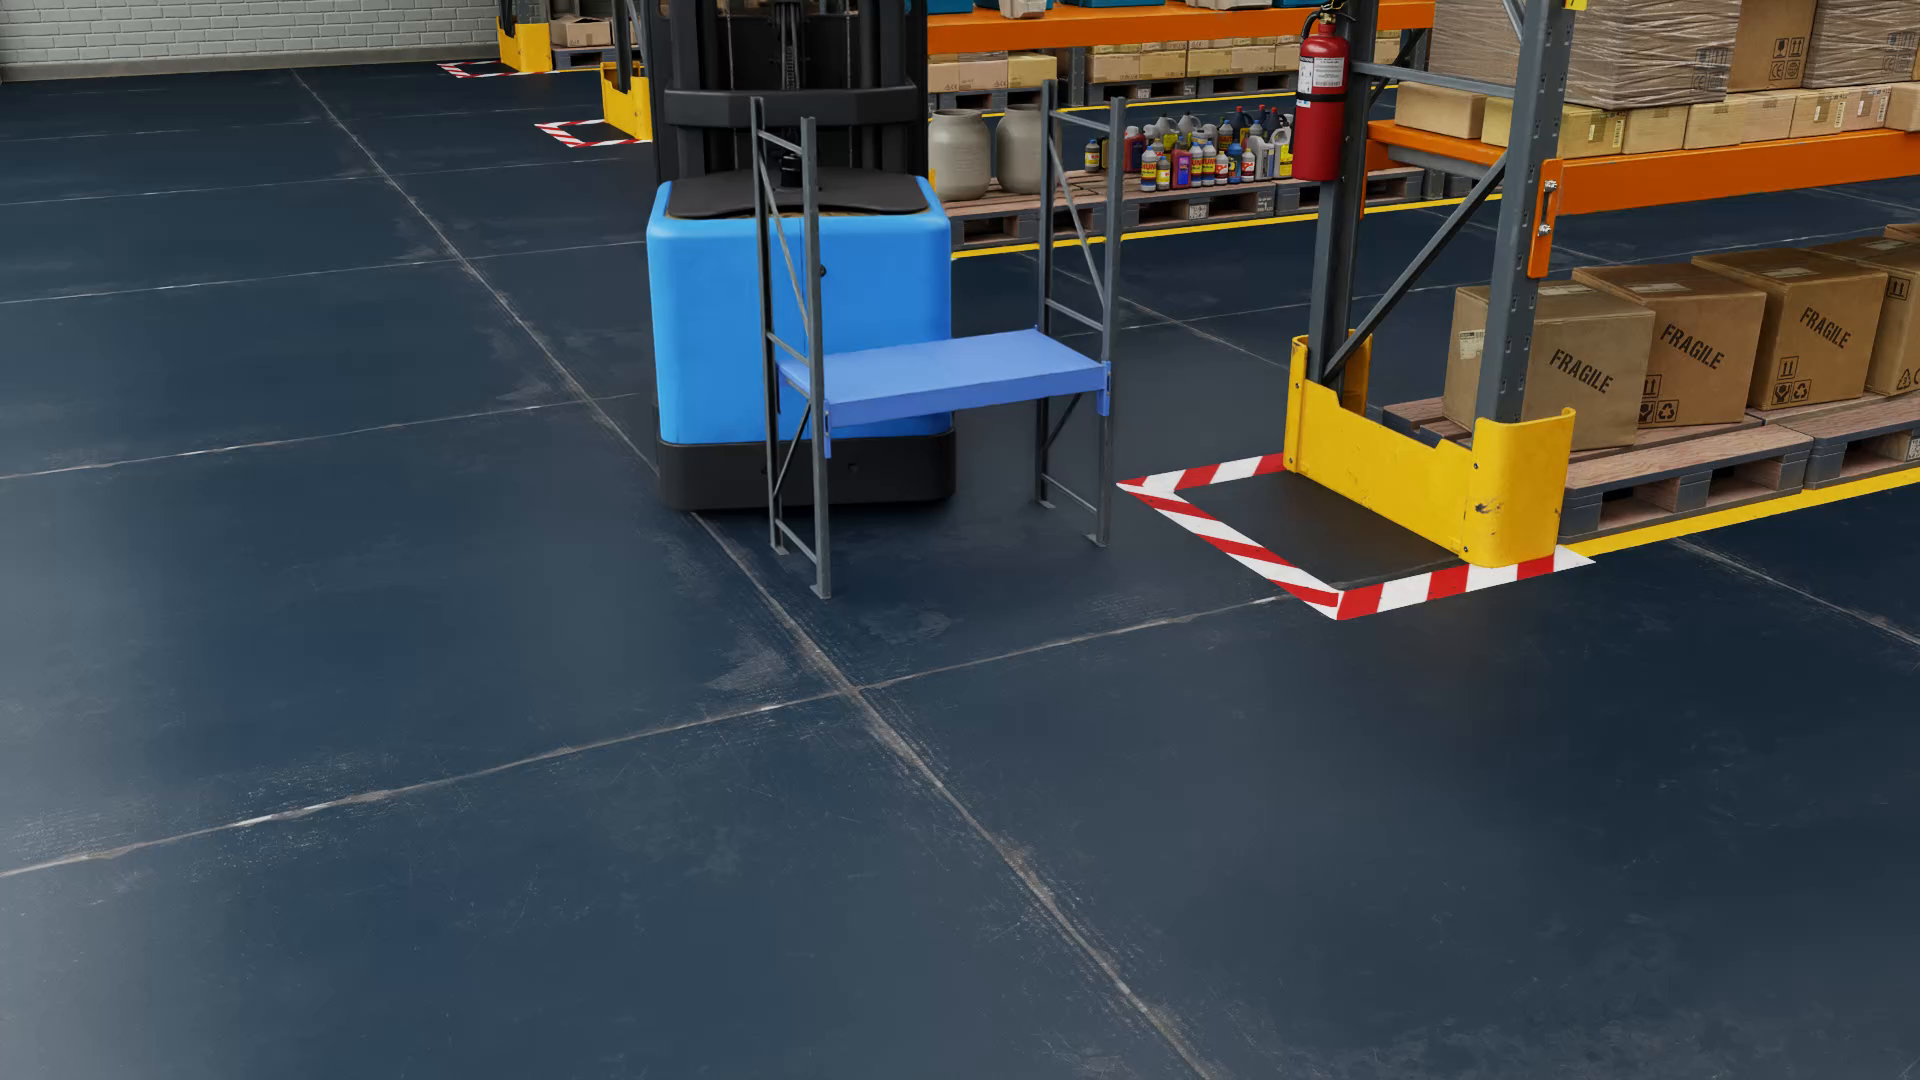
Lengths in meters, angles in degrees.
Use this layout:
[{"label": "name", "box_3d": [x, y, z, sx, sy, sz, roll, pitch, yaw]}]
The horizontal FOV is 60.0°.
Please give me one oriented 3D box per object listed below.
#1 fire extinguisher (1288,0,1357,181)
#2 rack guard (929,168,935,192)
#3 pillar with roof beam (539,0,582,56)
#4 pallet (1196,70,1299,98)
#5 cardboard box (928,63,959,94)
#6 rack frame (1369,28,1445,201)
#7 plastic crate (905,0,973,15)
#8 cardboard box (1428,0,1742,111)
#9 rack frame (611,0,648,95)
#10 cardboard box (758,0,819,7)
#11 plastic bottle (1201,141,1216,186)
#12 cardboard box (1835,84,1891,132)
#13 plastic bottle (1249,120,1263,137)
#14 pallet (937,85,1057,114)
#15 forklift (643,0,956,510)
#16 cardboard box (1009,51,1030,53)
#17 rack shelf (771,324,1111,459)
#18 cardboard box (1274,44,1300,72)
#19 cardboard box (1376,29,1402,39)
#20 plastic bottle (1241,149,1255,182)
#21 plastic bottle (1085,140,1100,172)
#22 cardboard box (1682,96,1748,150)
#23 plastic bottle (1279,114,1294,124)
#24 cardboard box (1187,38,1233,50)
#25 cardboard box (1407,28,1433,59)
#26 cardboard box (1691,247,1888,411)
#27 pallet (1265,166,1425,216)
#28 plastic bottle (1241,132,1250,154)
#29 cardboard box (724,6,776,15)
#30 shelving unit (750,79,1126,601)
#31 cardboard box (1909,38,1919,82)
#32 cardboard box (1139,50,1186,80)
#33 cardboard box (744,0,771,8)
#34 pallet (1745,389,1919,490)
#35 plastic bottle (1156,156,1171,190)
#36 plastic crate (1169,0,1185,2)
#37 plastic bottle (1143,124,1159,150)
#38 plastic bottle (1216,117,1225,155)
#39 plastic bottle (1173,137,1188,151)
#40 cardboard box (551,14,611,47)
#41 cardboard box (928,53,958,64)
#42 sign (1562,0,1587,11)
[{"label": "fire extinguisher", "box_3d": [1.267, -1.605, 5.807, 0.183, 0.674, 0.296, -10, 25, -24]}, {"label": "rack guard", "box_3d": [-0.530, -2.082, 10.126, 0.348, 0.500, 1.175, -10, 25, -24]}, {"label": "pillar with roof beam", "box_3d": [-2.752, -8.325, 14.096, 0.400, 9.000, 9.100, -10, 25, -24]}, {"label": "pallet", "box_3d": [2.629, -4.630, 16.660, 1.213, 0.211, 1.003, -10, 25, -24]}, {"label": "cardboard box", "box_3d": [-0.341, -4.183, 14.980, 0.500, 0.250, 0.500, -10, 25, -24]}, {"label": "rack frame", "box_3d": [3.026, -3.872, 11.181, 0.127, 3.000, 1.000, -10, 25, -24]}, {"label": "plastic crate", "box_3d": [-0.257, -3.326, 10.056, 0.616, 0.251, 0.499, -10, 25, -24]}, {"label": "cardboard box", "box_3d": [2.078, -1.767, 5.576, 0.500, 0.500, 0.875, -10, 25, -24]}, {"label": "rack frame", "box_3d": [-2.723, -4.916, 13.704, 0.127, 3.000, 1.000, -10, 25, -24]}, {"label": "cardboard box", "box_3d": [-1.474, -4.548, 14.881, 0.500, 0.500, 0.500, -10, 25, -24]}, {"label": "plastic bottle", "box_3d": [1.590, -2.418, 10.661, 0.097, 0.271, 0.097, 0, 22, 0]}, {"label": "cardboard box", "box_3d": [3.054, -1.560, 5.925, 0.250, 0.149, 0.380, -10, 25, -24]}, {"label": "plastic bottle", "box_3d": [2.041, -2.758, 11.482, 0.097, 0.271, 0.097, 0, 22, 0]}, {"label": "pallet", "box_3d": [0.147, -4.173, 15.556, 1.213, 0.211, 1.003, -10, 25, -24]}, {"label": "forklift", "box_3d": [-0.698, -1.985, 6.713, 1.130, 2.935, 3.031, -3, 23, -6]}, {"label": "cardboard box", "box_3d": [0.332, -4.530, 15.819, 0.500, 0.250, 0.500, -10, 25, -24]}, {"label": "rack shelf", "box_3d": [-0.068, -0.505, 5.478, 1.000, 0.185, 0.538, -10, 25, -23]}, {"label": "cardboard box", "box_3d": [3.200, -4.826, 16.533, 0.500, 0.250, 0.500, -10, 24, -22]}, {"label": "cardboard box", "box_3d": [4.120, -5.254, 16.833, 0.500, 0.311, 0.500, -10, 24, -22]}, {"label": "plastic bottle", "box_3d": [1.864, -2.436, 10.796, 0.097, 0.201, 0.097, 0, 22, 0]}, {"label": "plastic bottle", "box_3d": [0.887, -2.574, 11.130, 0.097, 0.201, 0.097, 0, 22, 0]}, {"label": "cardboard box", "box_3d": [2.396, -1.421, 5.590, 0.250, 0.149, 0.380, -10, 25, -24]}, {"label": "plastic bottle", "box_3d": [2.269, -2.852, 11.703, 0.135, 0.276, 0.152, -9, 24, -22]}, {"label": "cardboard box", "box_3d": [2.281, -4.912, 16.008, 0.500, 0.311, 0.500, -11, 25, -25]}, {"label": "cardboard box", "box_3d": [5.020, -5.268, 17.248, 0.500, 0.500, 0.500, -9, 24, -21]}, {"label": "cardboard box", "box_3d": [3.236, -0.846, 6.592, 0.500, 0.500, 0.500, -8, 24, -19]}, {"label": "pallet", "box_3d": [2.403, -2.486, 11.480, 1.213, 0.211, 1.003, -10, 25, -24]}, {"label": "plastic bottle", "box_3d": [1.912, -2.539, 10.939, 0.133, 0.283, 0.061, -10, 25, -24]}, {"label": "cardboard box", "box_3d": [-1.694, -4.282, 14.238, 0.500, 0.500, 0.500, -10, 25, -24]}, {"label": "shelving unit", "box_3d": [-0.068, -0.671, 5.409, 1.048, 1.500, 0.538, -10, 25, -23]}, {"label": "cardboard box", "box_3d": [3.401, -2.038, 6.232, 0.500, 0.500, 0.875, -10, 25, -24]}, {"label": "cardboard box", "box_3d": [1.813, -4.569, 15.911, 0.500, 0.250, 0.500, -10, 24, -22]}, {"label": "cardboard box", "box_3d": [-2.188, -6.148, 19.374, 0.500, 0.500, 0.500, -12, 26, -28]}, {"label": "pallet", "box_3d": [3.484, -0.549, 6.800, 1.213, 0.211, 1.003, -10, 25, -24]}, {"label": "plastic bottle", "box_3d": [1.284, -2.329, 10.538, 0.097, 0.201, 0.097, 0, 22, 0]}, {"label": "plastic crate", "box_3d": [1.681, -3.646, 10.913, 0.662, 0.188, 0.450, -10, 25, -24]}, {"label": "plastic bottle", "box_3d": [1.251, -2.664, 11.250, 0.135, 0.276, 0.152, -11, 25, -25]}, {"label": "plastic bottle", "box_3d": [1.782, -2.785, 11.531, 0.133, 0.283, 0.061, -9, 24, -21]}, {"label": "plastic bottle", "box_3d": [1.490, -2.624, 11.251, 0.097, 0.201, 0.097, 0, 22, 0]}, {"label": "cardboard box", "box_3d": [-4.212, -5.667, 18.459, 0.500, 0.311, 0.500, -14, 26, -30]}, {"label": "cardboard box", "box_3d": [-0.346, -4.534, 14.847, 0.500, 0.500, 0.500, -10, 25, -24]}, {"label": "sign", "box_3d": [1.805, -1.714, 4.837, 0.005, 0.325, 0.100, -10, 25, -24]}]
